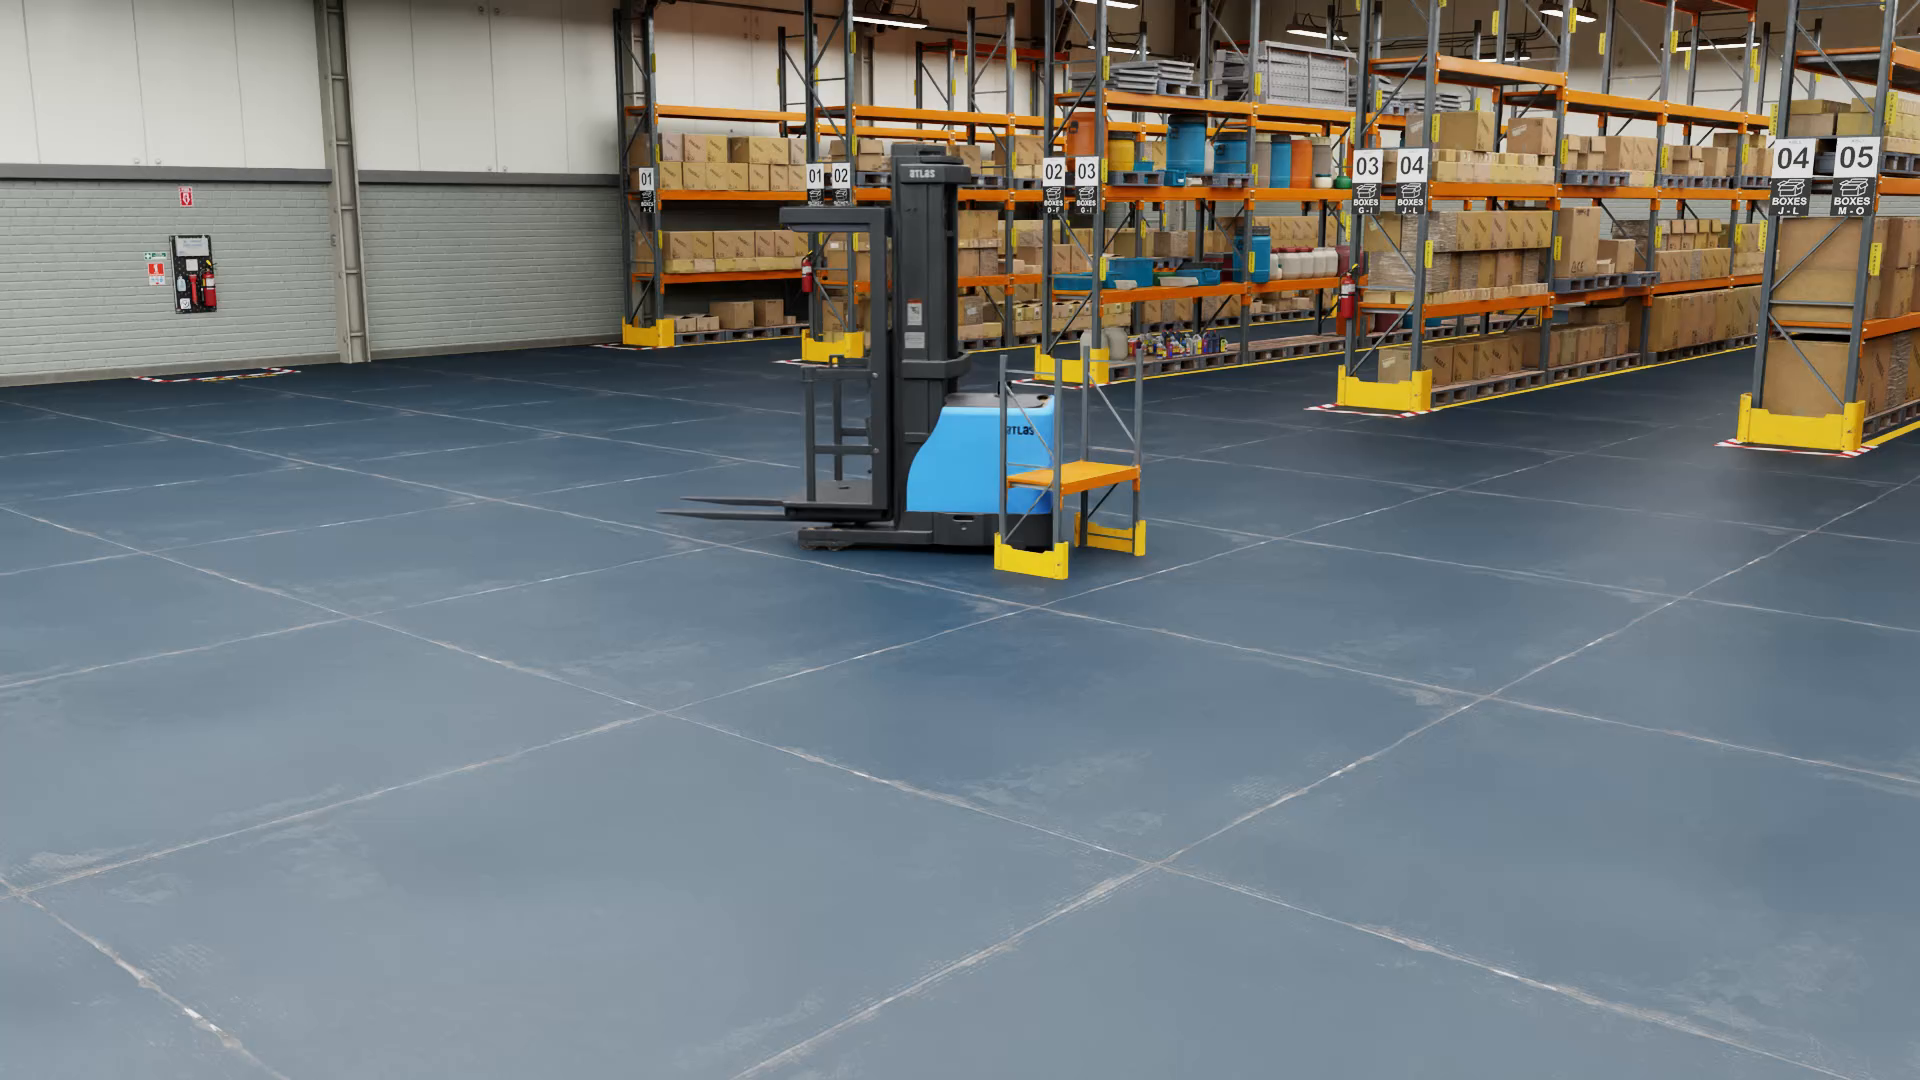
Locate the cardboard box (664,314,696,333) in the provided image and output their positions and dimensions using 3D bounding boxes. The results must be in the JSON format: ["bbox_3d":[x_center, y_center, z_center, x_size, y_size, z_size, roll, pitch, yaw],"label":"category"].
[{"bbox_3d":[-5.297,-4.063,31.138,0.500,0.311,0.500,8,14,34],"label":"cardboard box"}]

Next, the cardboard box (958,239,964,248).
[{"bbox_3d":[-0.149,-5.174,29.048,0.380,0.149,0.250,10,15,40],"label":"cardboard box"}]

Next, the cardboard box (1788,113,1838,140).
[{"bbox_3d":[9.114,-4.405,17.744,0.500,0.250,0.500,10,15,41],"label":"cardboard box"}]

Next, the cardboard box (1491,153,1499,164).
[{"bbox_3d":[6.874,-5.028,21.934,0.380,0.149,0.250,9,14,38],"label":"cardboard box"}]

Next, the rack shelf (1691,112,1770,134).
[{"bbox_3d":[14.583,-7.607,30.682,1.077,0.370,4.000,10,15,40],"label":"rack shelf"}]

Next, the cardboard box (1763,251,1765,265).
[{"bbox_3d":[14.771,-5.249,30.955,0.500,0.250,0.500,10,15,40],"label":"cardboard box"}]

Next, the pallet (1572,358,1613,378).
[{"bbox_3d":[9.300,-2.671,25.544,1.003,0.211,1.213,10,15,40],"label":"pallet"}]

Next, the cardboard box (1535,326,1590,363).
[{"bbox_3d":[9.101,-2.971,25.185,0.700,0.500,0.500,8,14,36],"label":"cardboard box"}]

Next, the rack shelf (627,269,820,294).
[{"bbox_3d":[-4.501,-5.017,32.010,1.077,0.370,4.000,10,15,40],"label":"rack shelf"}]

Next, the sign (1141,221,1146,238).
[{"bbox_3d":[3.602,-6.110,32.685,0.100,0.325,0.005,10,15,40],"label":"sign"}]

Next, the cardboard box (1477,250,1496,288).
[{"bbox_3d":[6.666,-3.656,22.343,0.875,0.500,0.500,10,15,40],"label":"cardboard box"}]

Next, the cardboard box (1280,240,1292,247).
[{"bbox_3d":[7.032,-6.439,37.038,0.500,0.500,0.500,10,15,40],"label":"cardboard box"}]

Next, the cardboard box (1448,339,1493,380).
[{"bbox_3d":[6.964,-2.483,22.794,0.500,0.500,0.500,8,14,35],"label":"cardboard box"}]

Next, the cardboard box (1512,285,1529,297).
[{"bbox_3d":[7.597,-3.435,22.890,0.380,0.149,0.250,10,15,40],"label":"cardboard box"}]

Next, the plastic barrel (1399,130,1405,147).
[{"bbox_3d":[8.530,-7.212,31.153,0.600,0.901,0.708,10,15,40],"label":"plastic barrel"}]

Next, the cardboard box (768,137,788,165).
[{"bbox_3d":[-3.664,-7.493,32.052,0.500,0.500,0.500,11,16,43],"label":"cardboard box"}]

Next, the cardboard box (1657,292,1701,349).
[{"bbox_3d":[11.688,-3.725,28.054,1.225,0.875,0.875,10,15,41],"label":"cardboard box"}]

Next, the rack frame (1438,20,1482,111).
[{"bbox_3d":[9.542,-8.502,32.305,1.000,3.000,0.127,10,15,40],"label":"rack frame"}]

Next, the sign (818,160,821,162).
[{"bbox_3d":[-2.768,-7.320,32.723,0.100,0.325,0.005,10,15,40],"label":"sign"}]

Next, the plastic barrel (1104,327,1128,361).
[{"bbox_3d":[2.329,-2.961,25.159,0.421,0.512,0.421,0,11,0],"label":"plastic barrel"}]

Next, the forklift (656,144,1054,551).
[{"bbox_3d":[-0.771,-1.457,12.525,3.031,2.935,1.130,1,11,7],"label":"forklift"}]

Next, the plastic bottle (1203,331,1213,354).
[{"bbox_3d":[3.926,-3.140,26.414,0.144,0.351,0.185,9,14,38],"label":"plastic bottle"}]

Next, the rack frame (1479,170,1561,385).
[{"bbox_3d":[7.982,-3.743,23.794,1.000,3.000,0.127,10,15,40],"label":"rack frame"}]

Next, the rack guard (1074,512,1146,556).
[{"bbox_3d":[1.106,-0.046,12.302,0.587,0.250,0.087,9,14,37],"label":"rack guard"}]

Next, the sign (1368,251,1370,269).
[{"bbox_3d":[7.320,-4.982,29.580,0.100,0.325,0.005,10,15,40],"label":"sign"}]

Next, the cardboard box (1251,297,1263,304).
[{"bbox_3d":[6.482,-5.330,37.478,0.500,0.311,0.500,10,15,40],"label":"cardboard box"}]

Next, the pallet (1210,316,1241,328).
[{"bbox_3d":[5.315,-4.709,35.752,1.003,0.211,1.213,10,15,40],"label":"pallet"}]

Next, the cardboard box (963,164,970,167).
[{"bbox_3d":[-0.048,-6.434,28.820,0.380,0.149,0.250,10,15,40],"label":"cardboard box"}]

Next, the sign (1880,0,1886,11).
[{"bbox_3d":[11.225,-6.594,20.164,0.100,0.325,0.005,10,15,40],"label":"sign"}]

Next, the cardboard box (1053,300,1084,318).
[{"bbox_3d":[2.017,-4.412,31.659,0.500,0.311,0.500,10,15,42],"label":"cardboard box"}]

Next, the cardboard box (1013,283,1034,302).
[{"bbox_3d":[1.184,-5.750,38.256,0.750,0.750,0.750,10,15,42],"label":"cardboard box"}]

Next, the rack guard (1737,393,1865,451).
[{"bbox_3d":[8.985,-1.269,17.789,1.175,0.500,0.348,10,15,40],"label":"rack guard"}]

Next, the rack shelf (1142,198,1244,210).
[{"bbox_3d":[4.504,-7.025,34.405,1.077,0.370,4.000,10,15,40],"label":"rack shelf"}]

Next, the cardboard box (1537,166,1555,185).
[{"bbox_3d":[7.877,-5.040,23.010,0.500,0.250,0.500,11,15,42],"label":"cardboard box"}]

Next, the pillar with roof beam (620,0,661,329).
[{"bbox_3d":[-2.775,-7.676,28.168,9.100,9.000,0.548,10,15,40],"label":"pillar with roof beam"}]

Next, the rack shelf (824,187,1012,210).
[{"bbox_3d":[-0.777,-5.848,28.513,1.077,0.370,4.000,10,15,40],"label":"rack shelf"}]

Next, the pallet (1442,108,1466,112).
[{"bbox_3d":[9.019,-8.088,31.734,1.003,0.211,1.213,10,15,40],"label":"pallet"}]

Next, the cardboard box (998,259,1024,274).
[{"bbox_3d":[0.835,-5.029,30.615,0.500,0.250,0.500,11,16,44],"label":"cardboard box"}]

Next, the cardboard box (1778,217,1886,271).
[{"bbox_3d":[9.274,-3.151,17.690,0.875,0.550,0.550,10,15,40],"label":"cardboard box"}]

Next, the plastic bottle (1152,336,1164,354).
[{"bbox_3d":[3.139,-3.093,26.368,0.152,0.276,0.135,10,15,40],"label":"plastic bottle"}]

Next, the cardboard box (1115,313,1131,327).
[{"bbox_3d":[3.019,-4.362,32.838,0.500,0.250,0.500,10,15,42],"label":"cardboard box"}]

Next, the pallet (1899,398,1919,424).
[{"bbox_3d":[11.080,-1.618,20.272,1.003,0.211,1.213,10,15,40],"label":"pallet"}]

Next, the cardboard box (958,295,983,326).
[{"bbox_3d":[0.062,-4.081,29.520,0.500,0.500,0.500,10,15,40],"label":"cardboard box"}]

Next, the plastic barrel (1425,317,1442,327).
[{"bbox_3d":[9.170,-4.660,32.668,0.600,0.901,0.708,10,15,40],"label":"plastic barrel"}]

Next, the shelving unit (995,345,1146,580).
[{"bbox_3d":[0.799,-0.582,11.796,0.587,1.500,1.083,9,14,37],"label":"shelving unit"}]

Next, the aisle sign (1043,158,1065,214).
[{"bbox_3d":[1.350,-5.098,23.938,0.394,0.787,0.004,10,15,40],"label":"aisle sign"}]

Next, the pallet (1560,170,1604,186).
[{"bbox_3d":[8.469,-5.199,23.904,1.213,0.211,1.003,10,15,40],"label":"pallet"}]

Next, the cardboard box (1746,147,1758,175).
[{"bbox_3d":[14.092,-6.897,30.341,0.700,0.500,0.500,11,16,43],"label":"cardboard box"}]

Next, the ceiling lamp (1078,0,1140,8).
[{"bbox_3d":[2.481,-10.459,27.199,0.800,3.185,2.000,10,15,40],"label":"ceiling lamp"}]

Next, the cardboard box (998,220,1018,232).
[{"bbox_3d":[0.967,-7.088,37.560,0.500,0.250,0.500,9,15,39],"label":"cardboard box"}]

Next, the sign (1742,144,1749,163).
[{"bbox_3d":[13.677,-6.730,28.967,0.100,0.325,0.005,10,15,40],"label":"sign"}]

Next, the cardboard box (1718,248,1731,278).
[{"bbox_3d":[13.159,-4.865,29.156,0.500,0.500,0.500,10,15,41],"label":"cardboard box"}]

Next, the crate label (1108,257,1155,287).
[{"bbox_3d":[2.633,-4.118,25.581,0.502,0.435,0.616,10,15,40],"label":"crate label"}]
